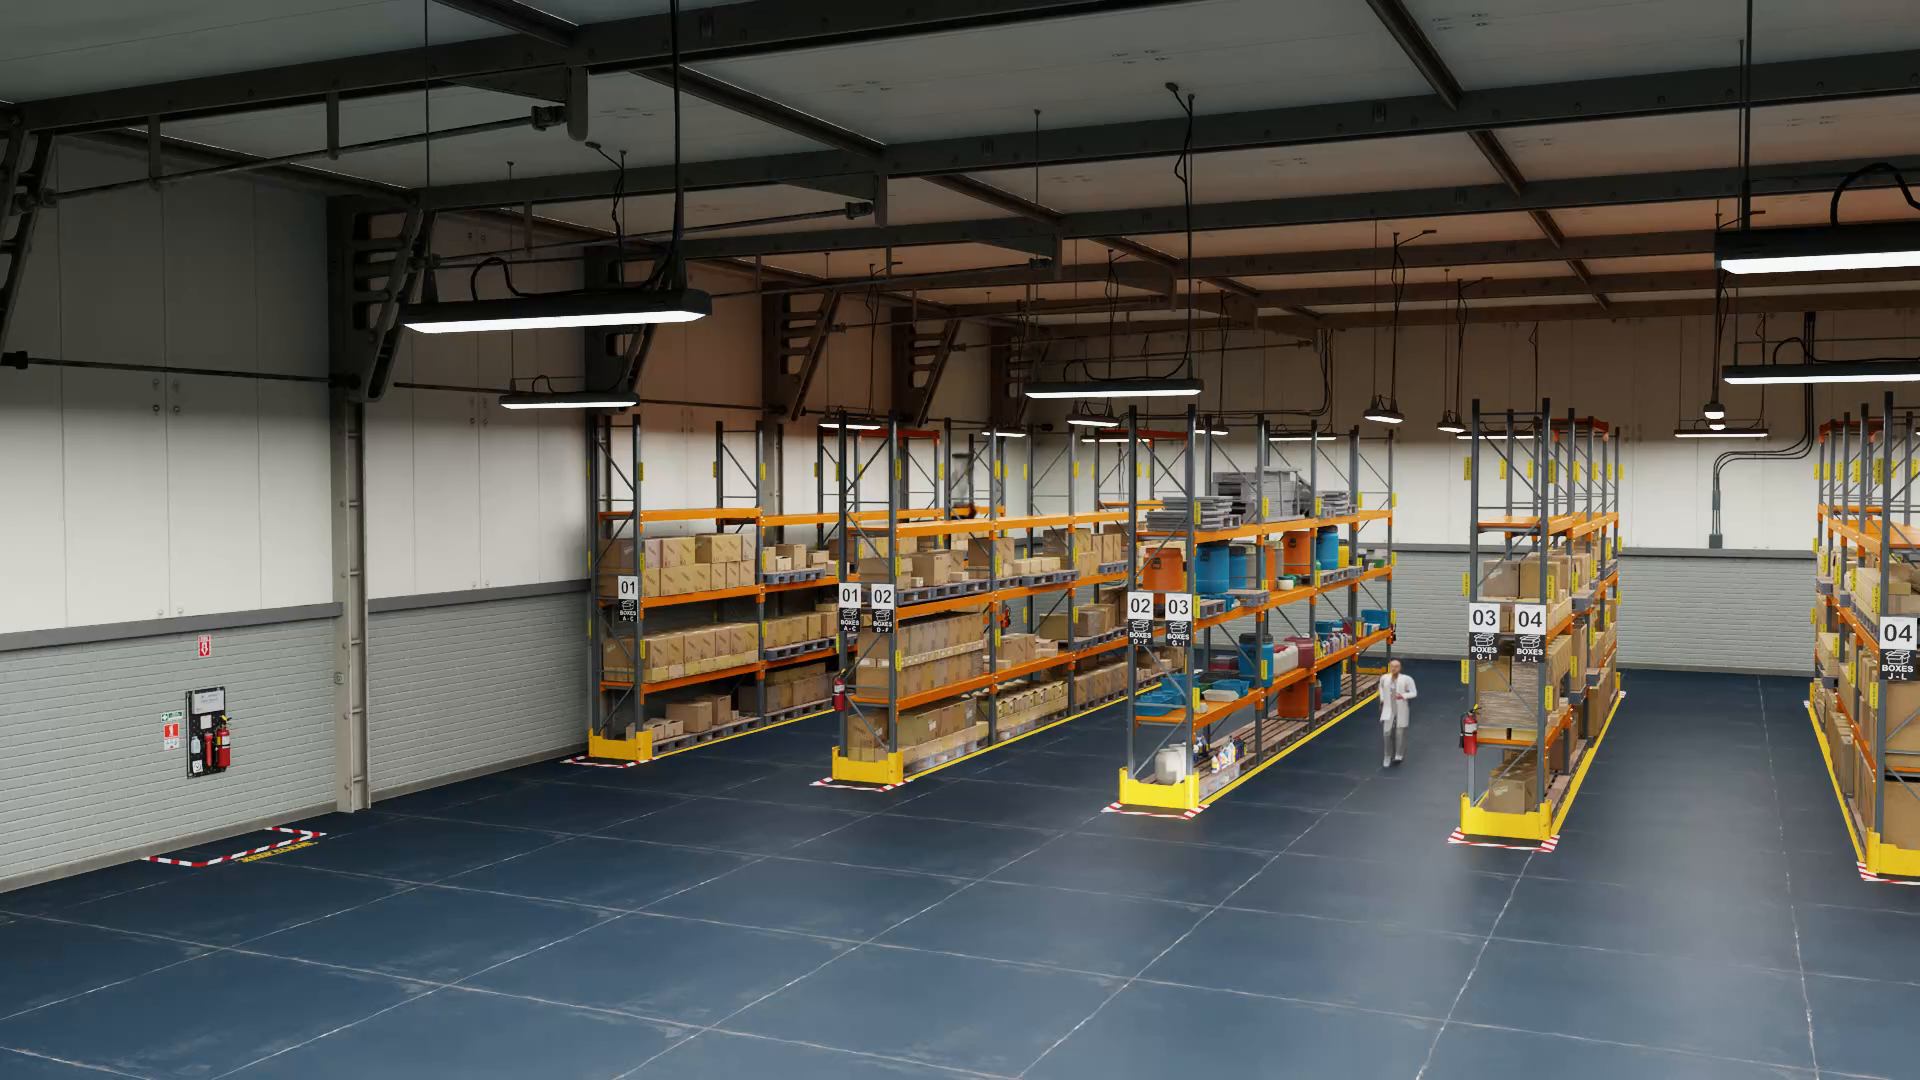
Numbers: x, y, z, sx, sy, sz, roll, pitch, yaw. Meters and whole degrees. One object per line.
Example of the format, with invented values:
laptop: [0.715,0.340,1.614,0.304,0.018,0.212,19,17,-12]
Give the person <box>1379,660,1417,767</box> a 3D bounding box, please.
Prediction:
person: [7.437,2.957,28.321,0.681,1.831,0.813,1,3,25]
